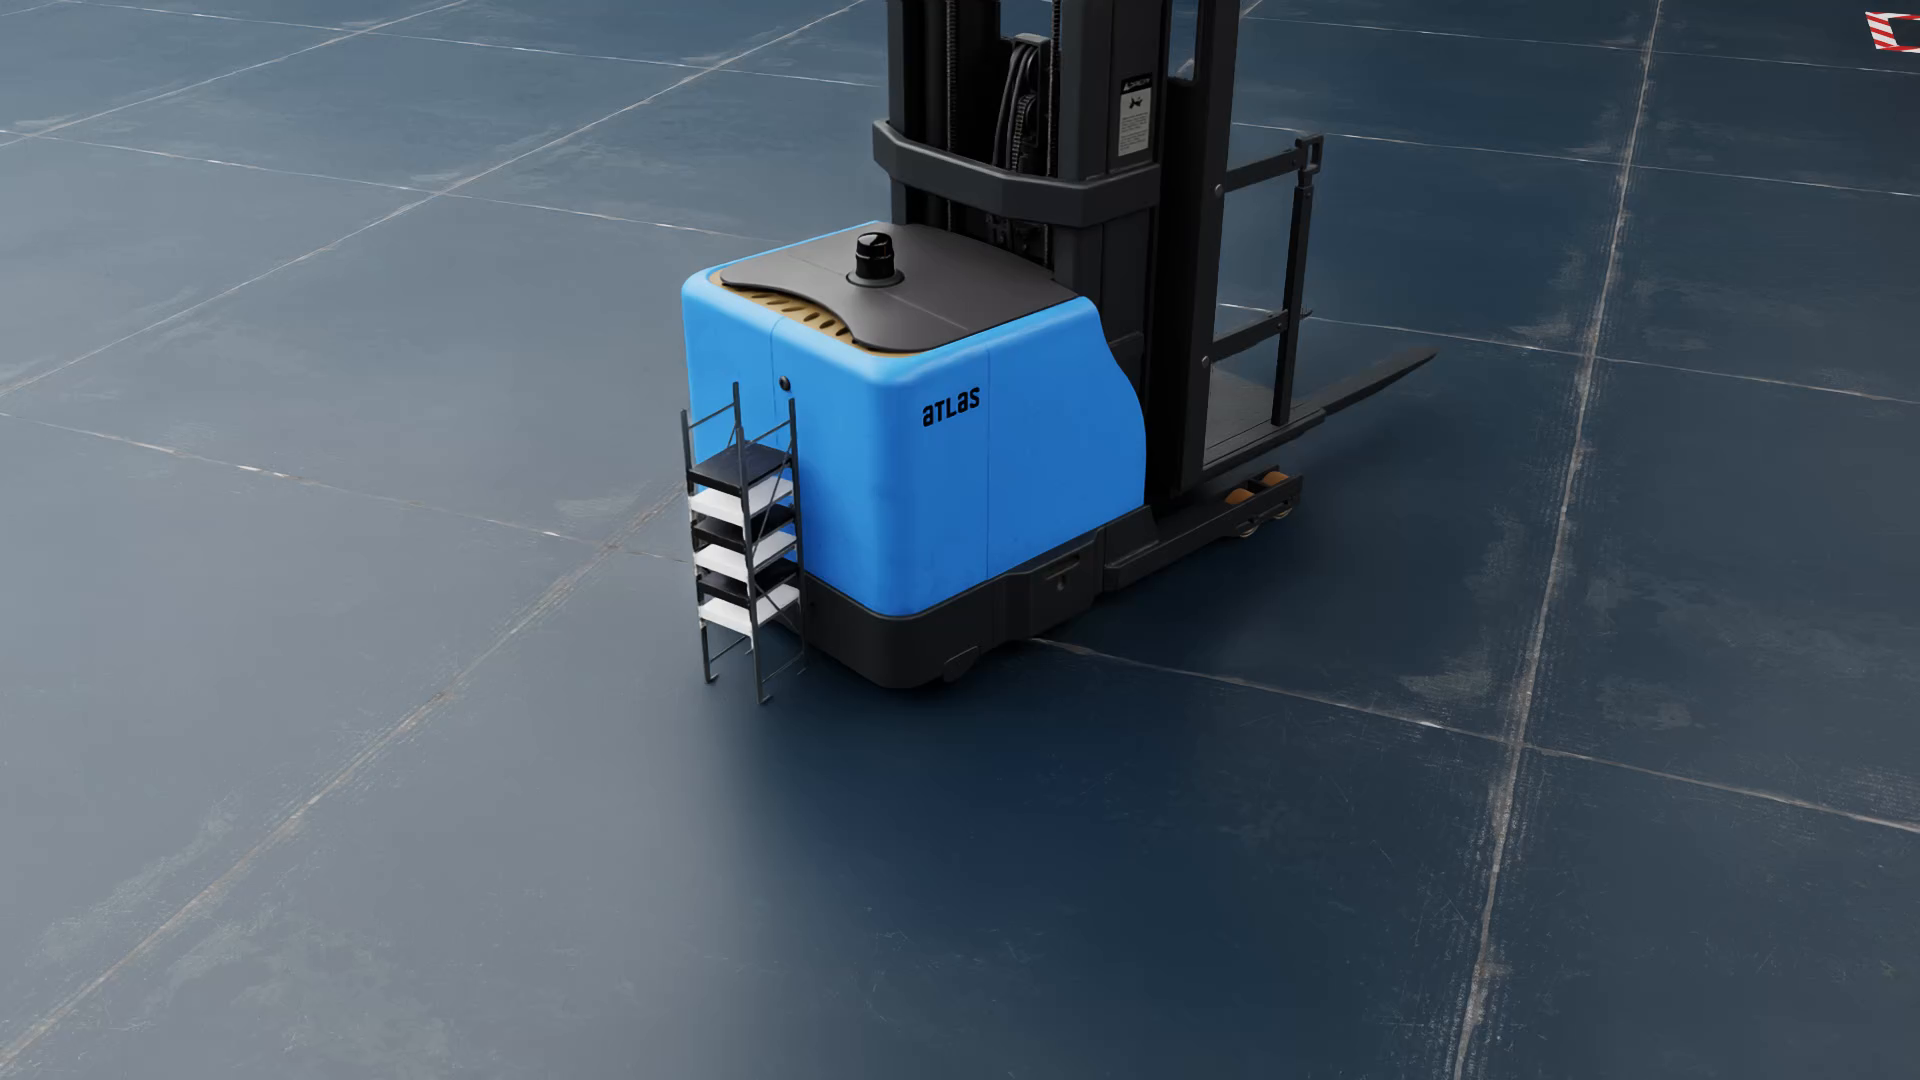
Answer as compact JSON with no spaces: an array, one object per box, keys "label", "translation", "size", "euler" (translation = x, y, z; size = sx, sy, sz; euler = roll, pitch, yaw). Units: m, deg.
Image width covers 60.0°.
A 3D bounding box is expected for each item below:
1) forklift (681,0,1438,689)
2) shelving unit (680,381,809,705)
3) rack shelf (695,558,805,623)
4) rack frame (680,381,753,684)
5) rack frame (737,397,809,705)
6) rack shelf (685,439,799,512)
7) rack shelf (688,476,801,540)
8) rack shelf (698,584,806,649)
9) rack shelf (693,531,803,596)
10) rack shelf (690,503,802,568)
[{"label":"forklift","translation":[0.572,-1.453,5.342],"size":[3.031,2.935,1.130],"euler":[-25,38,-36]},{"label":"shelving unit","translation":[-0.612,0.017,4.805],"size":[0.210,0.900,0.258],"euler":[18,34,29]},{"label":"rack shelf","translation":[-0.612,0.125,4.865],"size":[0.200,0.077,0.258],"euler":[18,34,29]},{"label":"rack frame","translation":[-0.697,-0.010,4.854],"size":[0.006,0.900,0.240],"euler":[18,34,29]},{"label":"rack frame","translation":[-0.528,0.045,4.756],"size":[0.006,0.900,0.240],"euler":[18,34,29]},{"label":"rack shelf","translation":[-0.612,-0.189,4.688],"size":[0.200,0.077,0.258],"euler":[18,34,29]},{"label":"rack shelf","translation":[-0.612,-0.110,4.732],"size":[0.200,0.077,0.258],"euler":[18,34,29]},{"label":"rack shelf","translation":[-0.612,0.203,4.910],"size":[0.200,0.077,0.258],"euler":[18,34,29]},{"label":"rack shelf","translation":[-0.612,0.046,4.821],"size":[0.200,0.077,0.258],"euler":[18,34,29]},{"label":"rack shelf","translation":[-0.612,-0.032,4.777],"size":[0.200,0.077,0.258],"euler":[18,34,29]}]
